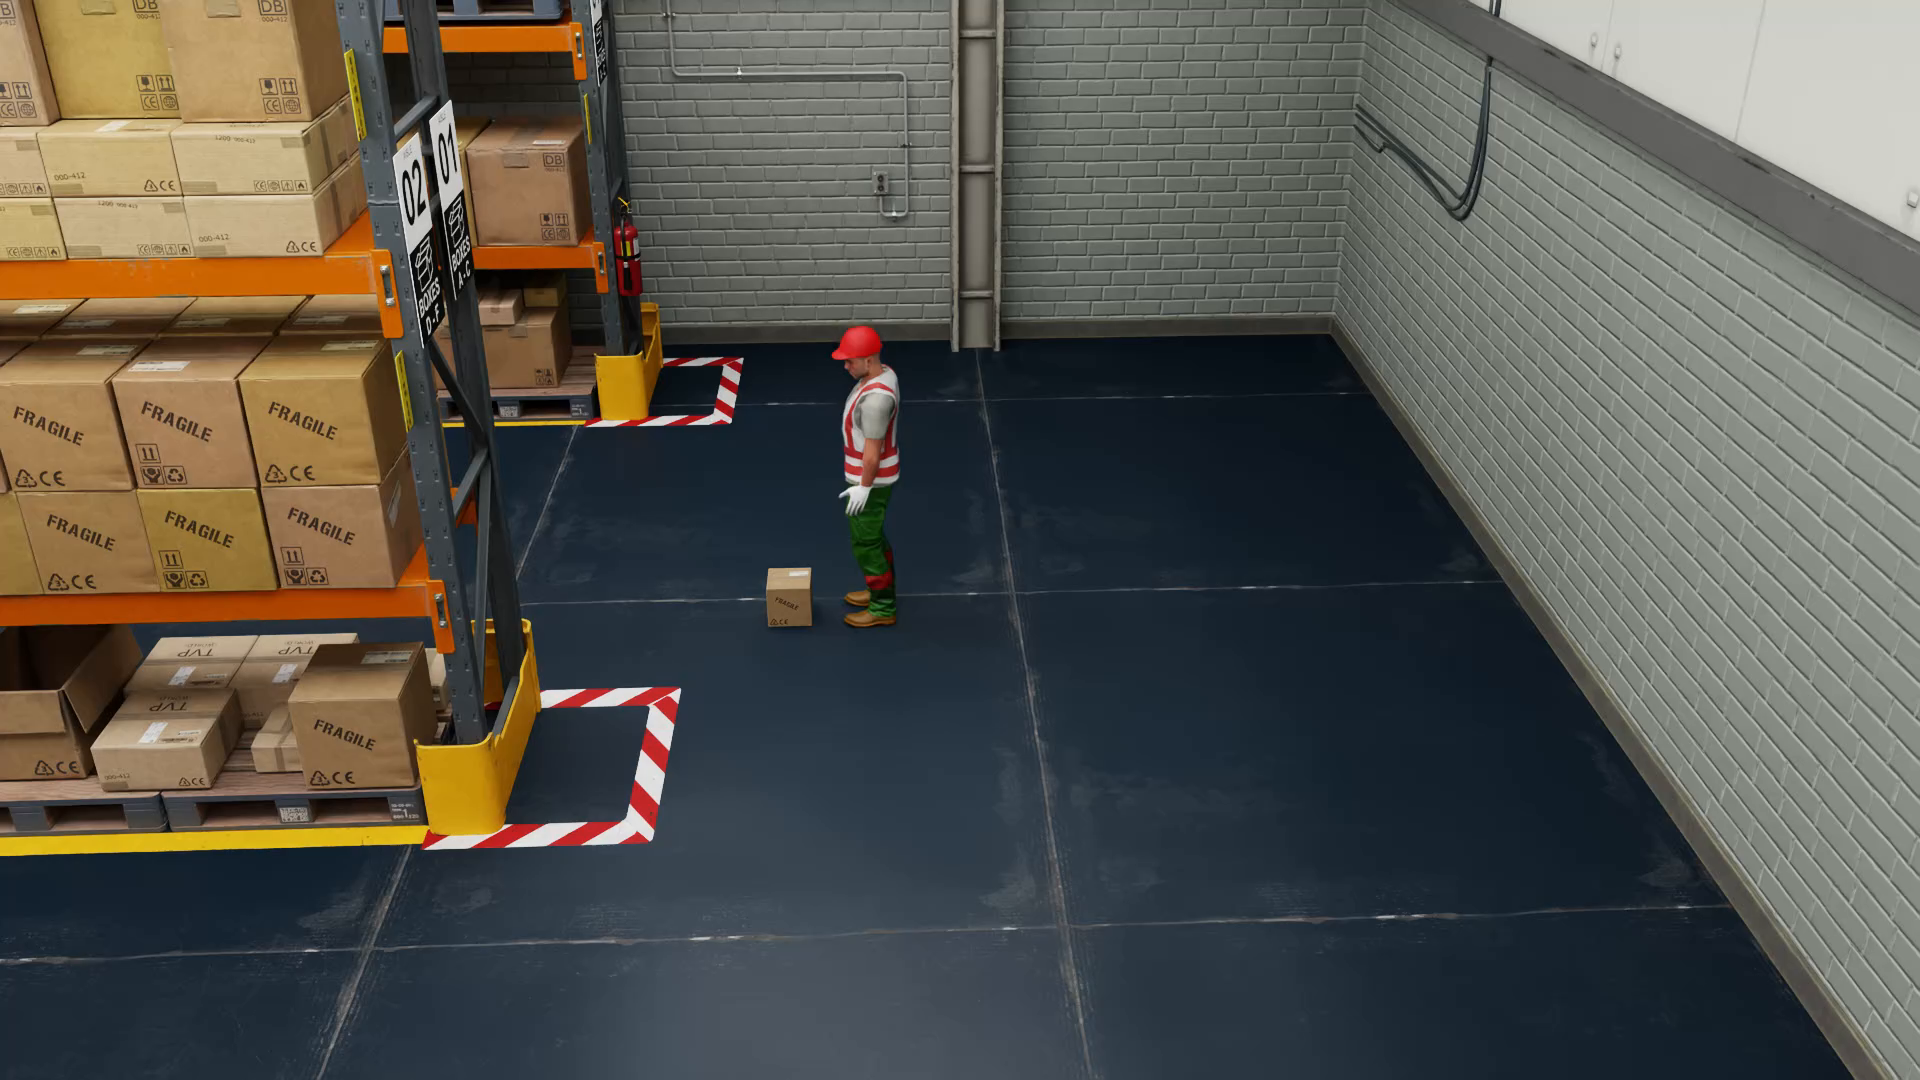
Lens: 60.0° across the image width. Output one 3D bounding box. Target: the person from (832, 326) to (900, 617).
[{"bbox_3d":[-0.508,-0.378,9.274,0.364,1.715,0.529,-1,27,-2],"label":"person"}]
